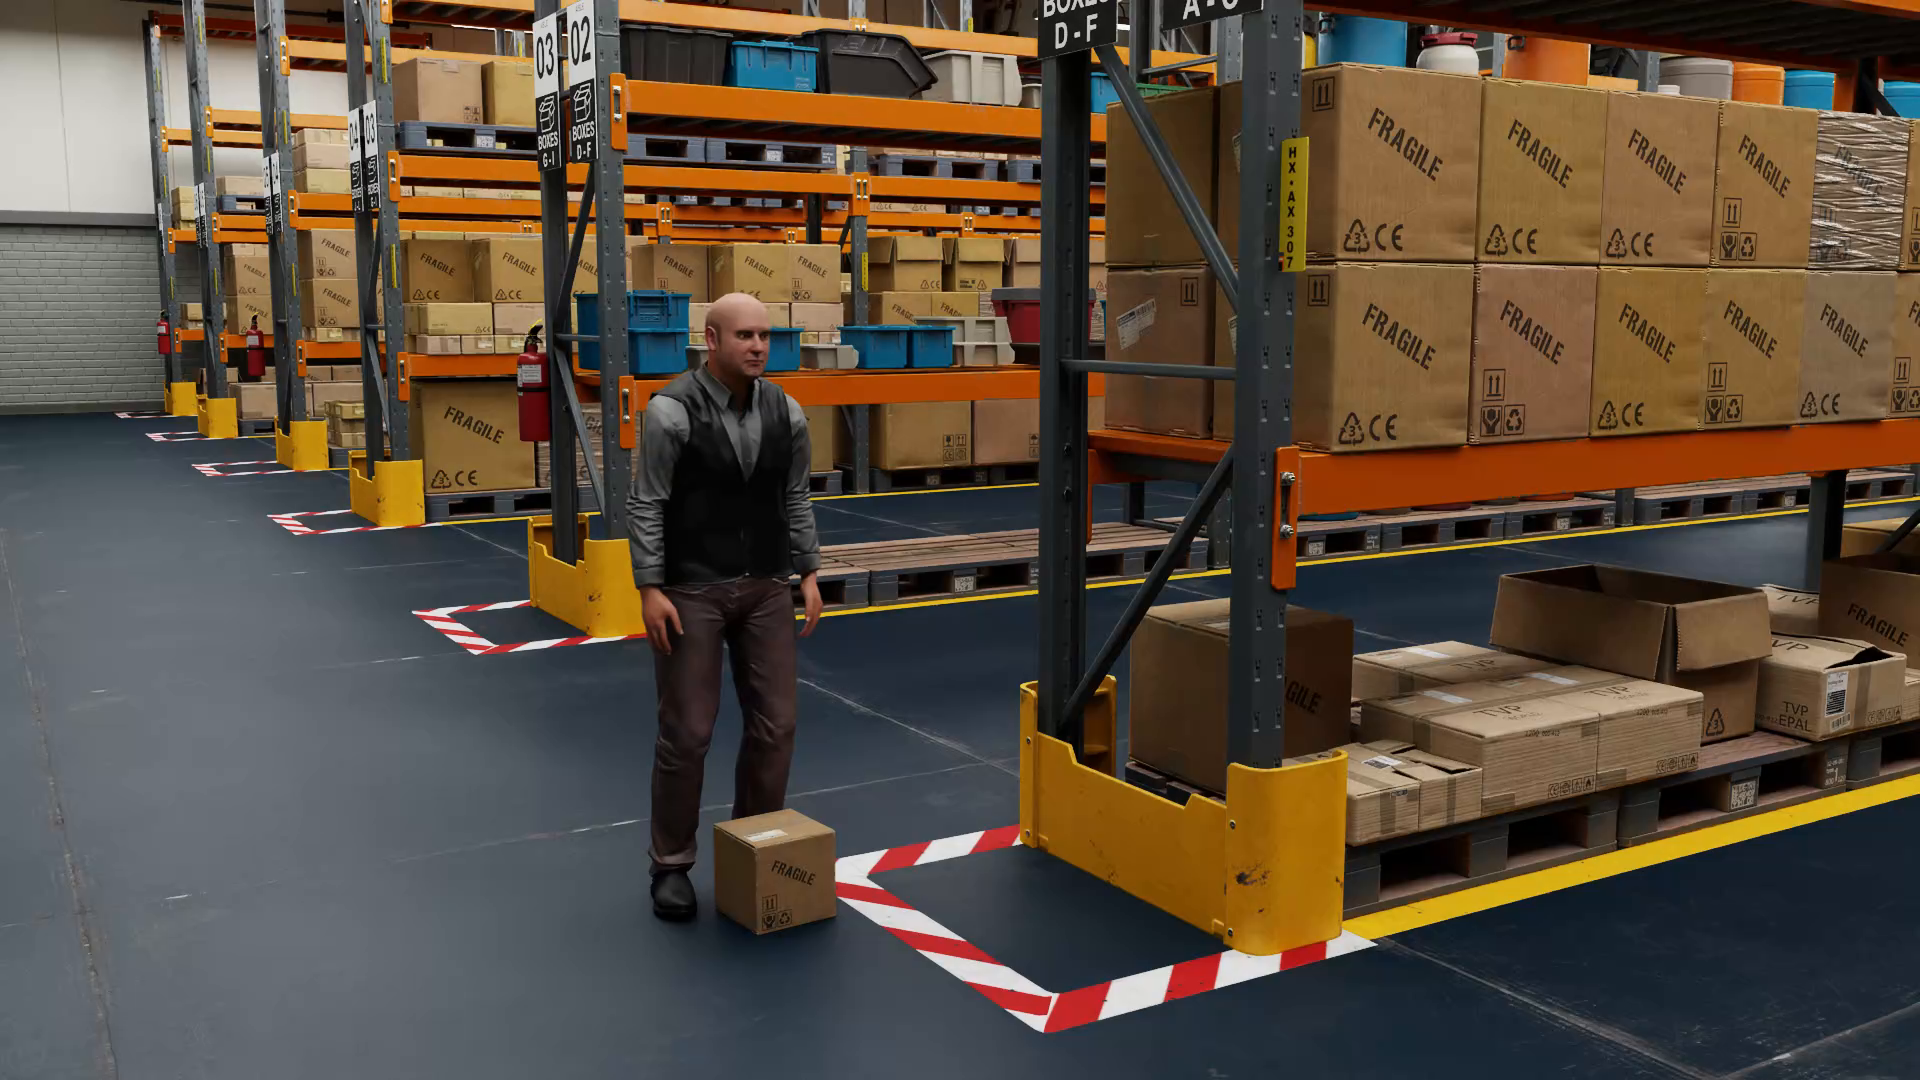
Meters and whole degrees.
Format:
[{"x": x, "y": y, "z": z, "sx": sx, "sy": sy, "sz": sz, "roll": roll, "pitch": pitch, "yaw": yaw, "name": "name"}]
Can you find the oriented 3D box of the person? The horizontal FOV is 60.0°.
[{"x": -0.658, "y": 0.164, "z": 4.748, "sx": 0.590, "sy": 1.722, "sz": 0.465, "roll": -6, "pitch": 10, "yaw": -35, "name": "person"}]
